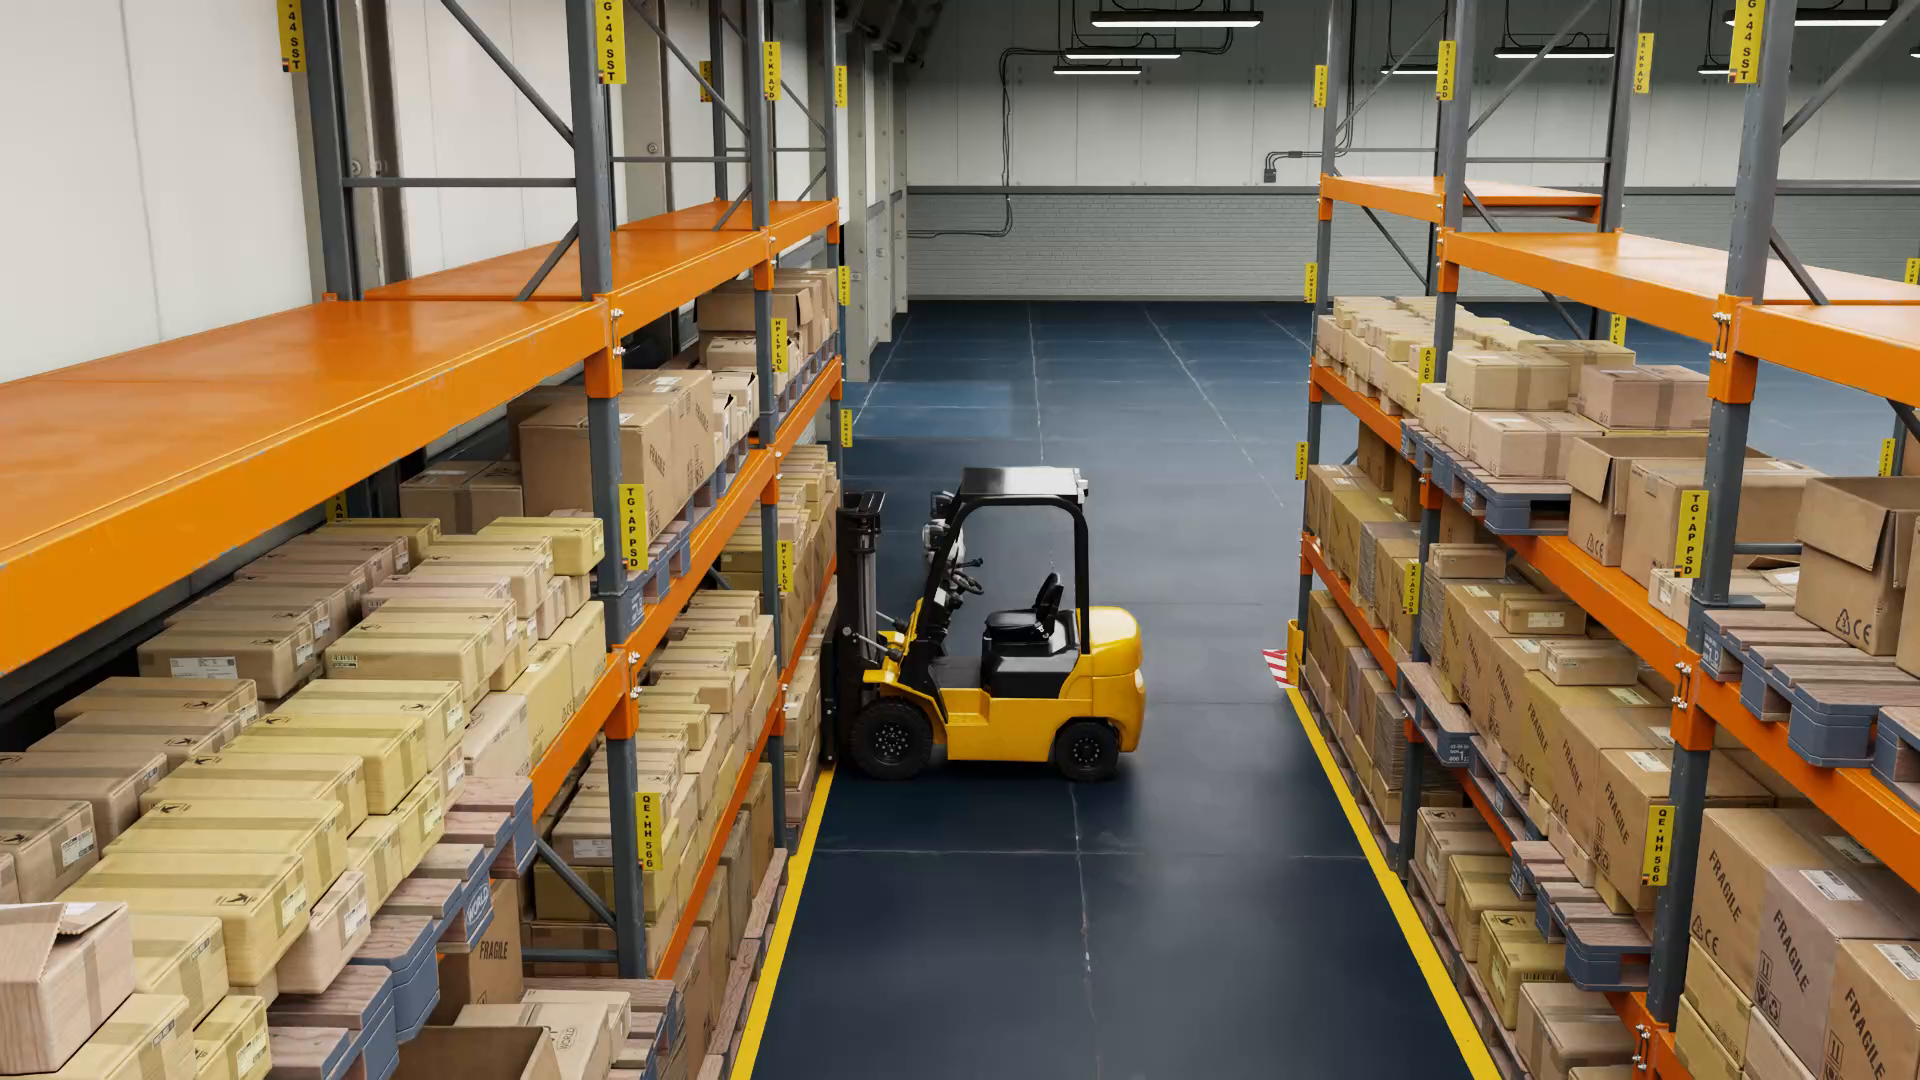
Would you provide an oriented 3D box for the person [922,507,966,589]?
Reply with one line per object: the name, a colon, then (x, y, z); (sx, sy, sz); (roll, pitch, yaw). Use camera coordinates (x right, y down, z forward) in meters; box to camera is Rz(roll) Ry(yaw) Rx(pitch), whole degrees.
person: (-0.171, 0.119, 17.477); (0.460, 0.838, 0.894); (0, 14, 1)
